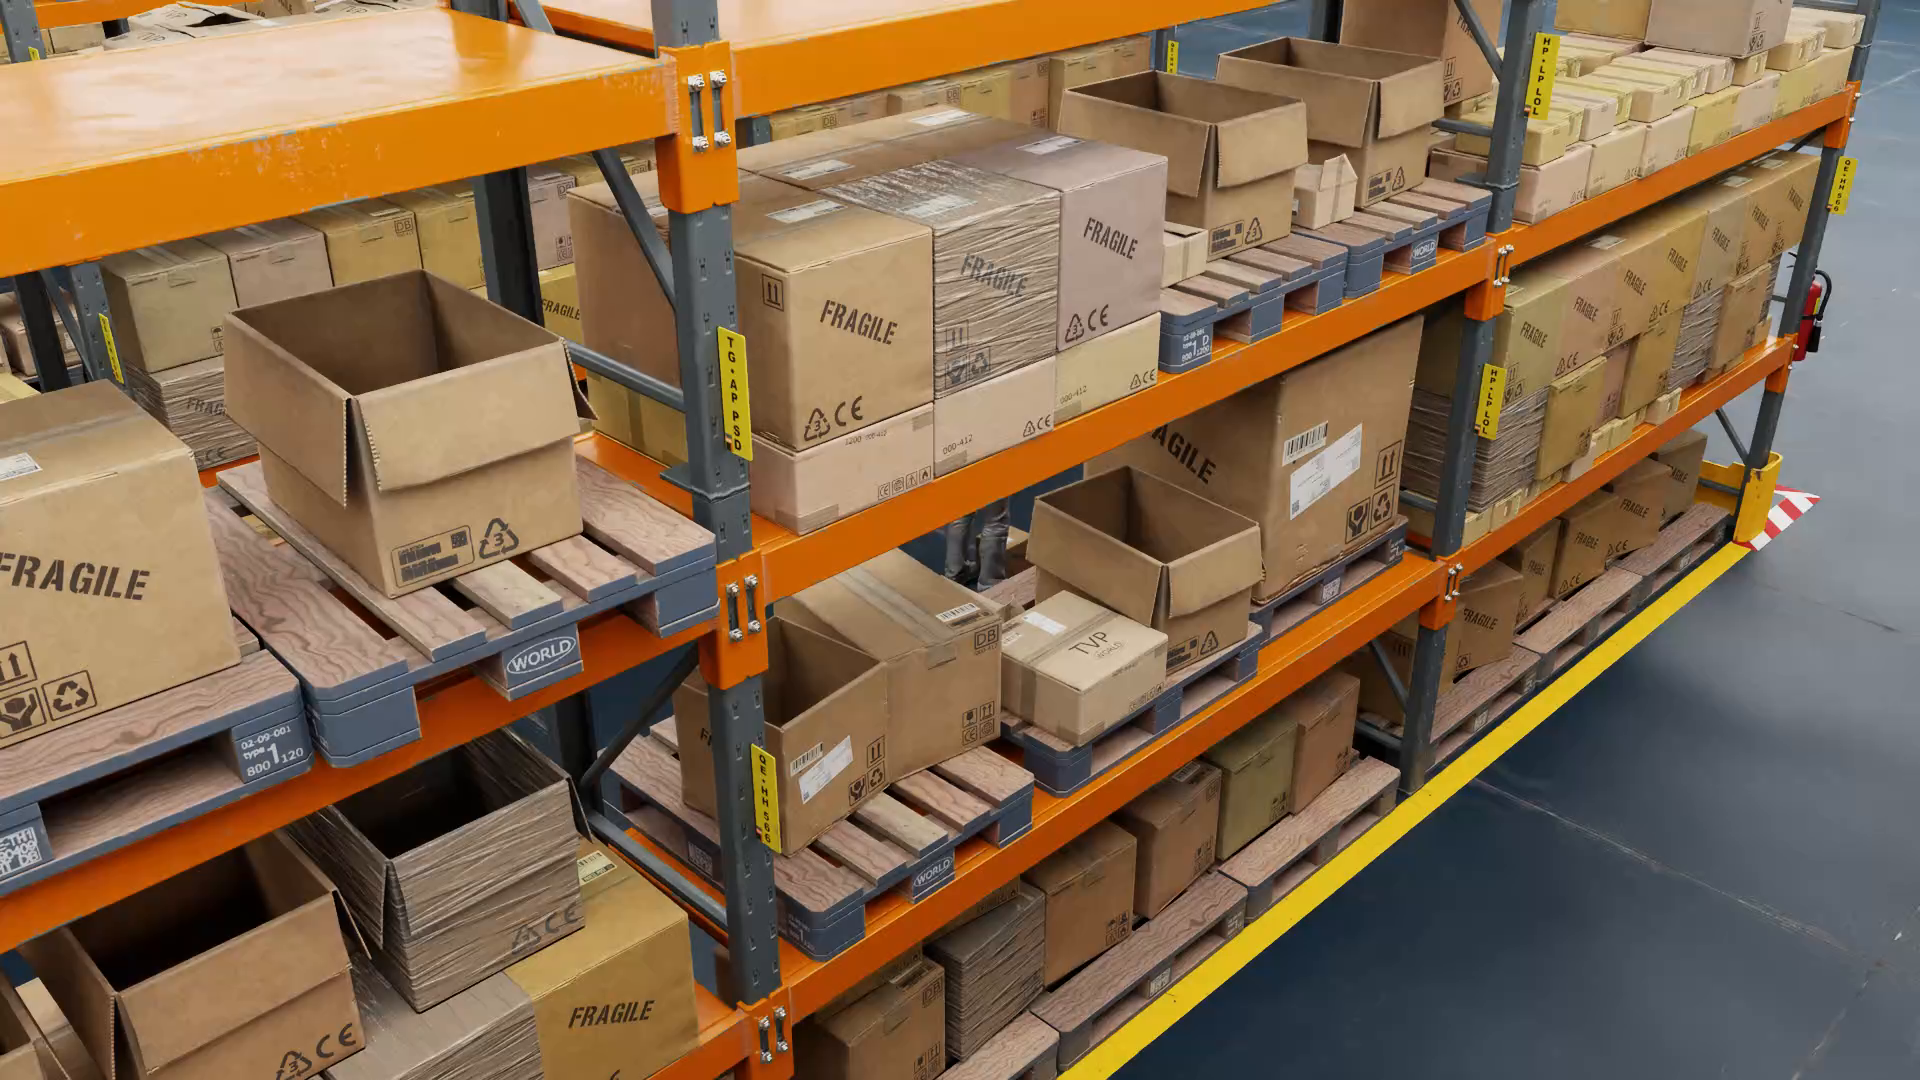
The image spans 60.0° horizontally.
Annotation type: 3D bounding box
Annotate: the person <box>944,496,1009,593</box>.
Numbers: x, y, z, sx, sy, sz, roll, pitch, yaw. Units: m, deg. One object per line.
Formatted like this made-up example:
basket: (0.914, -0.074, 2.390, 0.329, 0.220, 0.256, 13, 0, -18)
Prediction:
person: (0.086, -0.504, 9.555, 0.594, 1.772, 0.459, 22, 35, 36)
